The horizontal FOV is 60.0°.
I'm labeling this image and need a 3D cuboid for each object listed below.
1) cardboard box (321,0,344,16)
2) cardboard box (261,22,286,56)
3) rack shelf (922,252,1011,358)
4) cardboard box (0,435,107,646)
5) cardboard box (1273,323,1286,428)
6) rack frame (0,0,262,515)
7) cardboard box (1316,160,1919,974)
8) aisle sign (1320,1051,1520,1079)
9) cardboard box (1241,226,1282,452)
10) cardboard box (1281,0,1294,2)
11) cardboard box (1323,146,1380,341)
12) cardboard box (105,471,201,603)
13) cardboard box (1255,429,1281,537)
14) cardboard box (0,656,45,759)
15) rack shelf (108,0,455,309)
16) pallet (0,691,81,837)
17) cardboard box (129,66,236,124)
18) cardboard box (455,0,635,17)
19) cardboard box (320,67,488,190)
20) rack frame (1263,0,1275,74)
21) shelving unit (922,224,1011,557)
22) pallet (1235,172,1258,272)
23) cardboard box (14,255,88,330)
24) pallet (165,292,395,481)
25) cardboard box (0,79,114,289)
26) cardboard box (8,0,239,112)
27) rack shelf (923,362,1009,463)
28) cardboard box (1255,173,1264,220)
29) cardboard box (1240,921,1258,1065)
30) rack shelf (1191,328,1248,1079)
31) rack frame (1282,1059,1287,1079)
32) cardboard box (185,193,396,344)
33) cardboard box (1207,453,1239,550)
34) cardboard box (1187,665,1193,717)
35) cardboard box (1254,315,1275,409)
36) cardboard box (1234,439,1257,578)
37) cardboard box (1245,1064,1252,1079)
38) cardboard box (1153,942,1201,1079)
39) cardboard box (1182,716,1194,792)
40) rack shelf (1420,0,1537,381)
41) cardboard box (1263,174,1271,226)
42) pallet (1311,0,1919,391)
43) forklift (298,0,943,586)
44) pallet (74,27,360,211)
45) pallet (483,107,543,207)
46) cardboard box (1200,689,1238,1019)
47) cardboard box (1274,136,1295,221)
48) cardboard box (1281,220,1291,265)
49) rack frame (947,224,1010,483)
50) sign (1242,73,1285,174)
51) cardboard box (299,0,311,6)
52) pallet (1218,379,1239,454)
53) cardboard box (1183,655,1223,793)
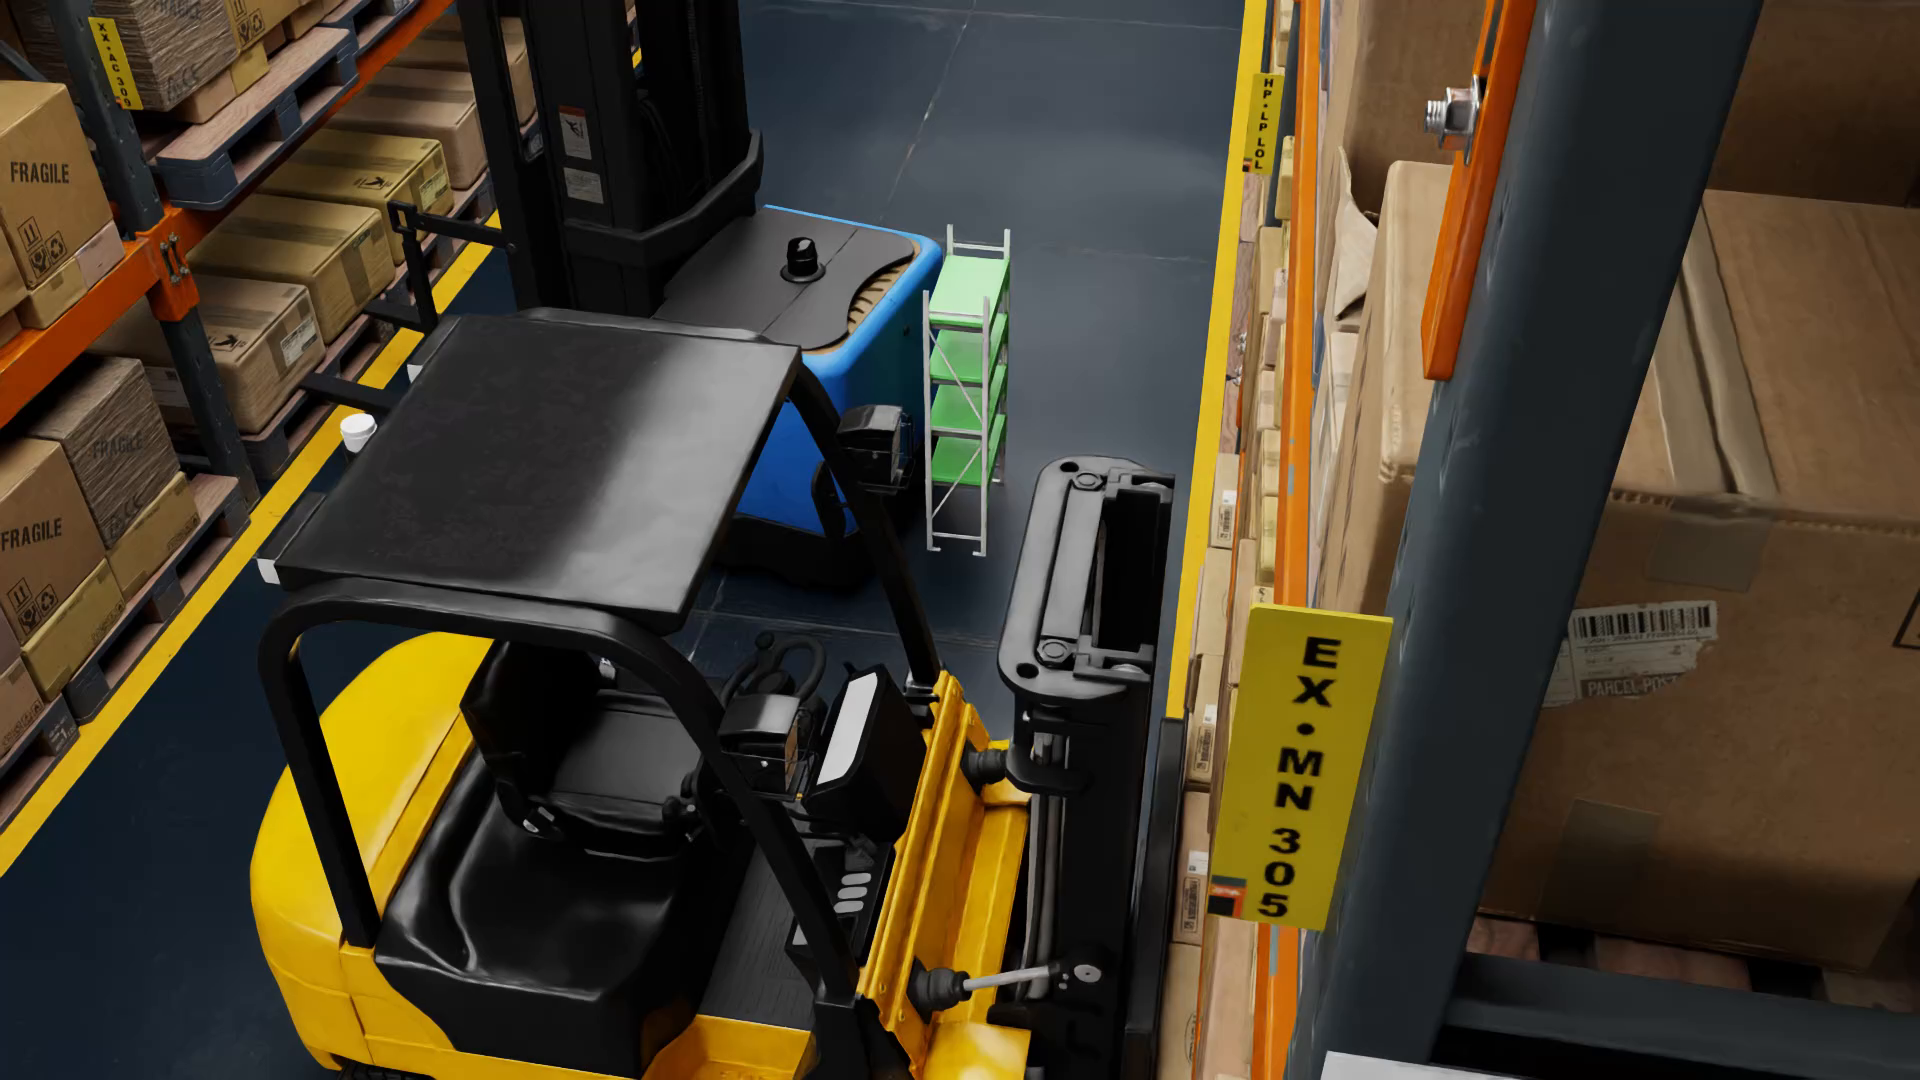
[{"bbox_3d":[-2.860,-2.378,7.139,0.380,0.149,0.250,7,40,8],"label":"cardboard box"},{"bbox_3d":[-2.991,-2.066,6.762,0.380,0.149,0.250,9,40,11],"label":"cardboard box"},{"bbox_3d":[0.029,-0.887,6.228,0.258,0.148,0.480,6,40,8],"label":"rack shelf"},{"bbox_3d":[-3.347,-0.018,5.657,0.500,0.500,0.500,7,40,8],"label":"cardboard box"},{"bbox_3d":[0.963,-0.386,4.042,0.380,0.149,0.250,6,40,7],"label":"cardboard box"},{"bbox_3d":[-3.423,-1.347,6.025,1.000,3.000,0.127,6,40,8],"label":"rack frame"},{"bbox_3d":[0.611,0.009,1.544,0.500,0.500,0.500,8,40,9],"label":"cardboard box"},{"bbox_3d":[0.474,0.716,1.490,0.394,0.787,0.004,6,40,8],"label":"aisle sign"},{"bbox_3d":[1.132,-0.591,5.032,0.500,0.500,0.500,5,40,6],"label":"cardboard box"},{"bbox_3d":[1.476,-1.917,6.440,0.500,0.250,0.500,7,40,9],"label":"cardboard box"},{"bbox_3d":[0.662,-0.309,2.113,0.396,0.266,0.258,6,40,8],"label":"cardboard box"},{"bbox_3d":[-3.261,-0.048,6.282,0.500,0.250,0.500,8,40,10],"label":"cardboard box"},{"bbox_3d":[0.902,-0.119,3.952,0.380,0.149,0.250,5,40,6],"label":"cardboard box"},{"bbox_3d":[-3.436,0.606,5.492,0.500,0.250,0.500,7,40,8],"label":"cardboard box"},{"bbox_3d":[-3.077,-2.325,7.772,1.077,0.370,4.000,6,40,8],"label":"rack shelf"},{"bbox_3d":[-3.713,0.921,5.470,1.003,0.211,1.213,6,40,8],"label":"pallet"},{"bbox_3d":[-3.016,-1.724,6.348,0.380,0.149,0.250,7,40,8],"label":"cardboard box"},{"bbox_3d":[-2.530,-3.624,10.117,0.875,0.875,0.875,6,40,7],"label":"cardboard box"},{"bbox_3d":[-2.958,-2.189,8.776,0.950,0.372,0.625,6,40,7],"label":"cardboard box"},{"bbox_3d":[2.159,-3.312,8.402,1.000,3.000,0.127,6,40,8],"label":"rack frame"},{"bbox_3d":[0.029,-0.566,6.493,0.258,1.200,0.503,6,40,8],"label":"shelving unit"},{"bbox_3d":[1.978,-1.725,8.671,1.003,0.211,1.213,6,40,8],"label":"pallet"},{"bbox_3d":[-3.215,-0.857,5.630,0.380,0.149,0.250,7,40,9],"label":"cardboard box"},{"bbox_3d":[-3.290,-0.761,7.504,1.003,0.211,1.213,6,40,8],"label":"pallet"},{"bbox_3d":[-3.255,-1.194,5.528,0.500,0.500,0.500,5,40,7],"label":"cardboard box"},{"bbox_3d":[-3.060,-1.924,6.082,0.500,0.500,0.500,7,40,9],"label":"cardboard box"},{"bbox_3d":[0.029,-0.517,6.534,0.258,0.148,0.480,6,40,8],"label":"rack shelf"},{"bbox_3d":[1.377,-1.405,6.213,0.500,0.250,0.500,6,40,7],"label":"cardboard box"},{"bbox_3d":[0.659,0.732,2.690,0.380,0.149,0.250,7,40,9],"label":"cardboard box"},{"bbox_3d":[1.120,0.731,4.077,1.077,0.370,4.000,6,40,8],"label":"rack shelf"},{"bbox_3d":[0.774,1.709,2.329,1.000,3.000,0.127,6,40,8],"label":"rack frame"},{"bbox_3d":[-3.214,-1.277,7.673,0.950,0.372,0.625,9,40,10],"label":"cardboard box"},{"bbox_3d":[1.074,-0.020,5.464,0.500,0.250,0.500,6,40,7],"label":"cardboard box"},{"bbox_3d":[0.984,0.684,5.397,0.500,0.250,0.500,6,40,7],"label":"cardboard box"},{"bbox_3d":[0.975,-0.443,4.345,0.380,0.149,0.250,7,40,9],"label":"cardboard box"},{"bbox_3d":[0.972,0.056,4.250,0.500,0.500,0.500,6,40,7],"label":"cardboard box"},{"bbox_3d":[0.678,0.852,2.778,0.380,0.149,0.250,7,40,9],"label":"cardboard box"},{"bbox_3d":[0.707,1.259,3.917,0.500,0.250,0.500,7,40,8],"label":"cardboard box"},{"bbox_3d":[0.895,0.804,4.860,0.500,0.250,0.500,6,40,7],"label":"cardboard box"},{"bbox_3d":[1.120,-1.427,2.293,1.077,0.370,4.000,6,40,8],"label":"rack shelf"},{"bbox_3d":[1.300,-1.273,5.661,0.500,0.250,0.500,6,40,7],"label":"cardboard box"},{"bbox_3d":[1.131,-0.622,2.864,1.003,0.211,1.213,6,40,8],"label":"pallet"},{"bbox_3d":[-1.622,-1.548,6.323,3.031,2.935,1.130,14,42,17],"label":"forklift"},{"bbox_3d":[-3.148,-1.736,6.647,1.003,0.211,1.213,6,40,8],"label":"pallet"},{"bbox_3d":[-2.868,-2.292,9.357,1.003,0.211,1.213,6,40,8],"label":"pallet"},{"bbox_3d":[0.788,0.686,3.488,0.500,0.500,0.500,6,40,7],"label":"cardboard box"},{"bbox_3d":[1.119,-1.038,4.830,0.380,0.149,0.250,7,40,9],"label":"cardboard box"},{"bbox_3d":[1.152,-0.919,4.920,0.380,0.149,0.250,6,40,7],"label":"cardboard box"},{"bbox_3d":[0.071,-0.719,6.679,0.240,1.200,0.015,6,40,8],"label":"rack frame"},{"bbox_3d":[0.930,-1.271,5.087,0.100,0.325,0.005,6,40,8],"label":"sign"},{"bbox_3d":[-2.874,-2.547,6.836,0.500,0.500,0.500,6,40,7],"label":"cardboard box"},{"bbox_3d":[1.555,-0.194,6.819,1.003,0.211,1.213,6,40,8],"label":"pallet"},{"bbox_3d":[0.900,0.613,4.698,0.500,0.250,0.500,8,40,9],"label":"cardboard box"}]
